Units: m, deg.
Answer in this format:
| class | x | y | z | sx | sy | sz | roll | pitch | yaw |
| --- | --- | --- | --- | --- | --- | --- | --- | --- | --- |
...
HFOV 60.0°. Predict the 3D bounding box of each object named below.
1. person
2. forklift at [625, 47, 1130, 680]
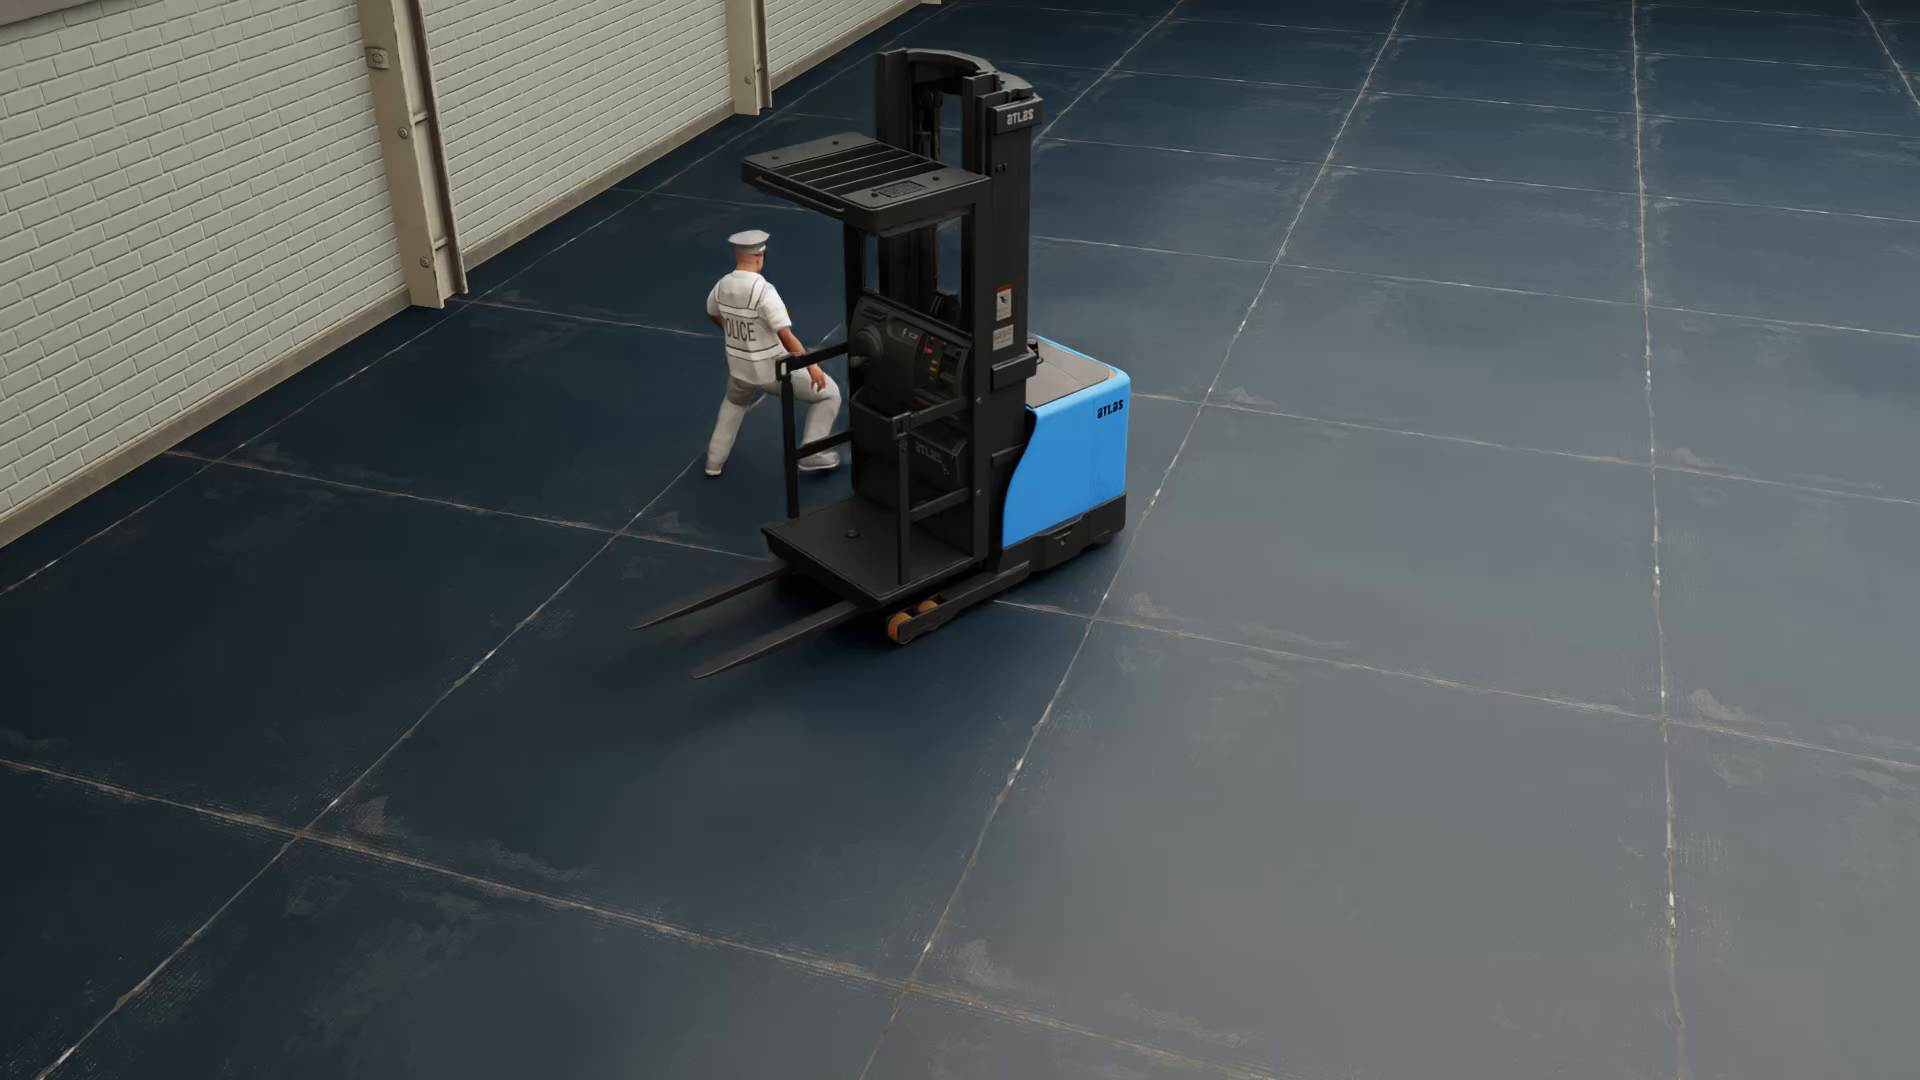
| class | x | y | z | sx | sy | sz | roll | pitch | yaw |
| --- | --- | --- | --- | --- | --- | --- | --- | --- | --- |
| person | -1.270 | -1.160 | 10.537 | 0.972 | 1.628 | 0.676 | 21 | 36 | 32 |
| forklift | -0.433 | -0.998 | 8.887 | 3.031 | 2.935 | 1.130 | -24 | 37 | -35 |
